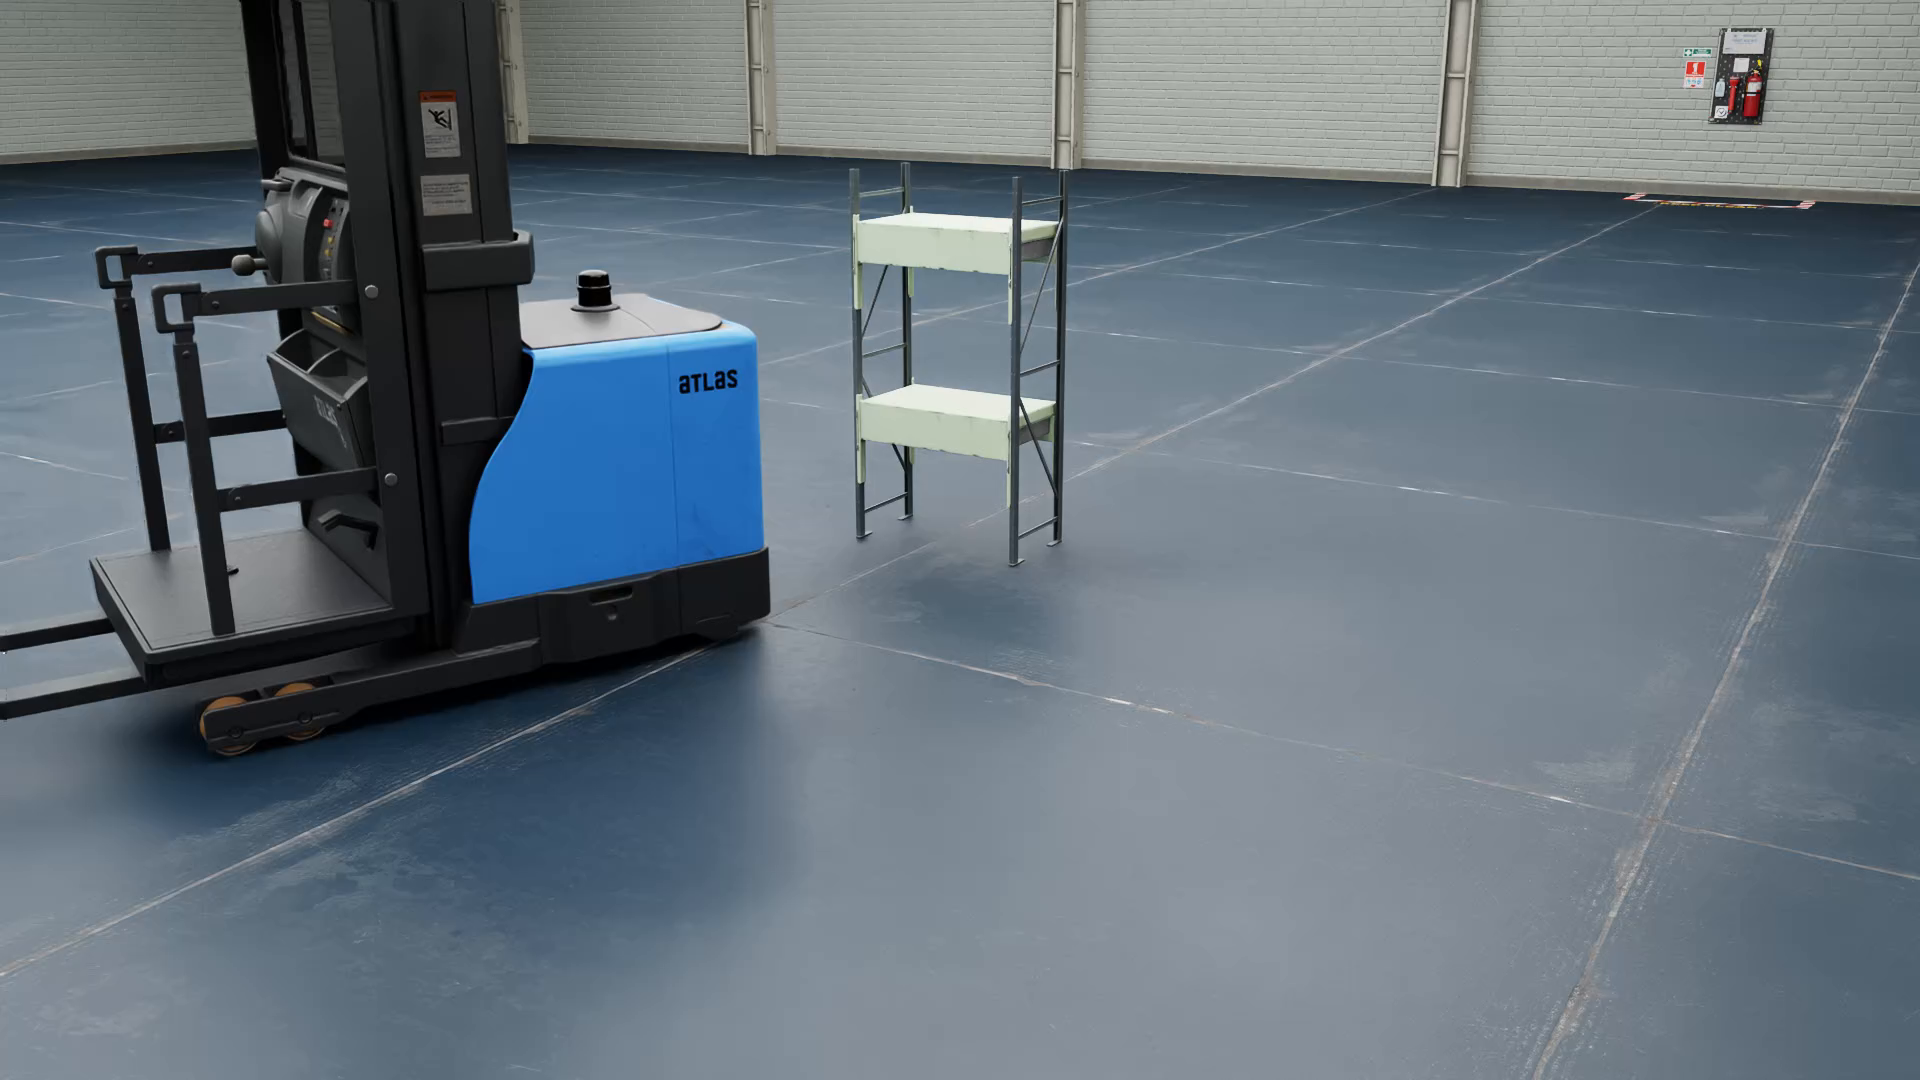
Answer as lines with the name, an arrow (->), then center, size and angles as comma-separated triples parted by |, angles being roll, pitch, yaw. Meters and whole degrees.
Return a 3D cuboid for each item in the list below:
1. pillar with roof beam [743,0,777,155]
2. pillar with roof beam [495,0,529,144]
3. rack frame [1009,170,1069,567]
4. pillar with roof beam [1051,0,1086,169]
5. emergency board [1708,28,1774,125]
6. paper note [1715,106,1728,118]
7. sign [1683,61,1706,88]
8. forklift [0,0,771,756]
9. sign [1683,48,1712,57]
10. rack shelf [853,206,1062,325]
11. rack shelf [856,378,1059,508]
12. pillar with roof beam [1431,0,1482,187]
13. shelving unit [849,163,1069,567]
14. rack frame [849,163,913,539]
pillar with roof beam -> -5.698, -9.982, 24.260 | 0.400, 9.000, 9.100 | 10, 20, 30
pillar with roof beam -> -10.810, -10.895, 27.264 | 0.400, 9.000, 9.100 | 10, 20, 30
rack frame -> 0.306, -0.663, 6.483 | 0.023, 1.500, 0.400 | 10, 20, 30
pillar with roof beam -> -0.585, -9.069, 21.255 | 0.400, 9.000, 9.100 | 10, 20, 30
emergency board -> 9.808, -5.825, 20.897 | 0.643, 1.169, 0.194 | 10, 20, 30
paper note -> 9.693, -5.448, 21.170 | 0.142, 0.148, 0.016 | 10, 20, 30
sign -> 9.391, -5.952, 21.253 | 0.234, 0.329, 0.001 | 10, 20, 30
forklift -> -2.167, -0.952, 4.972 | 3.031, 2.935, 1.130 | -11, 20, -33
sign -> 9.390, -6.202, 21.166 | 0.331, 0.109, 0.001 | 10, 20, 30
rack shelf -> -0.006, -1.092, 6.553 | 0.720, 0.370, 0.431 | 10, 20, 30
rack shelf -> -0.006, -0.407, 6.761 | 0.720, 0.370, 0.431 | 10, 20, 30
pillar with roof beam -> 4.528, -8.157, 18.251 | 0.400, 9.000, 9.100 | 10, 20, 30
shelving unit -> -0.006, -0.719, 6.667 | 0.755, 1.500, 0.431 | 10, 20, 30
rack frame -> -0.318, -0.774, 6.850 | 0.023, 1.500, 0.400 | 10, 20, 30
